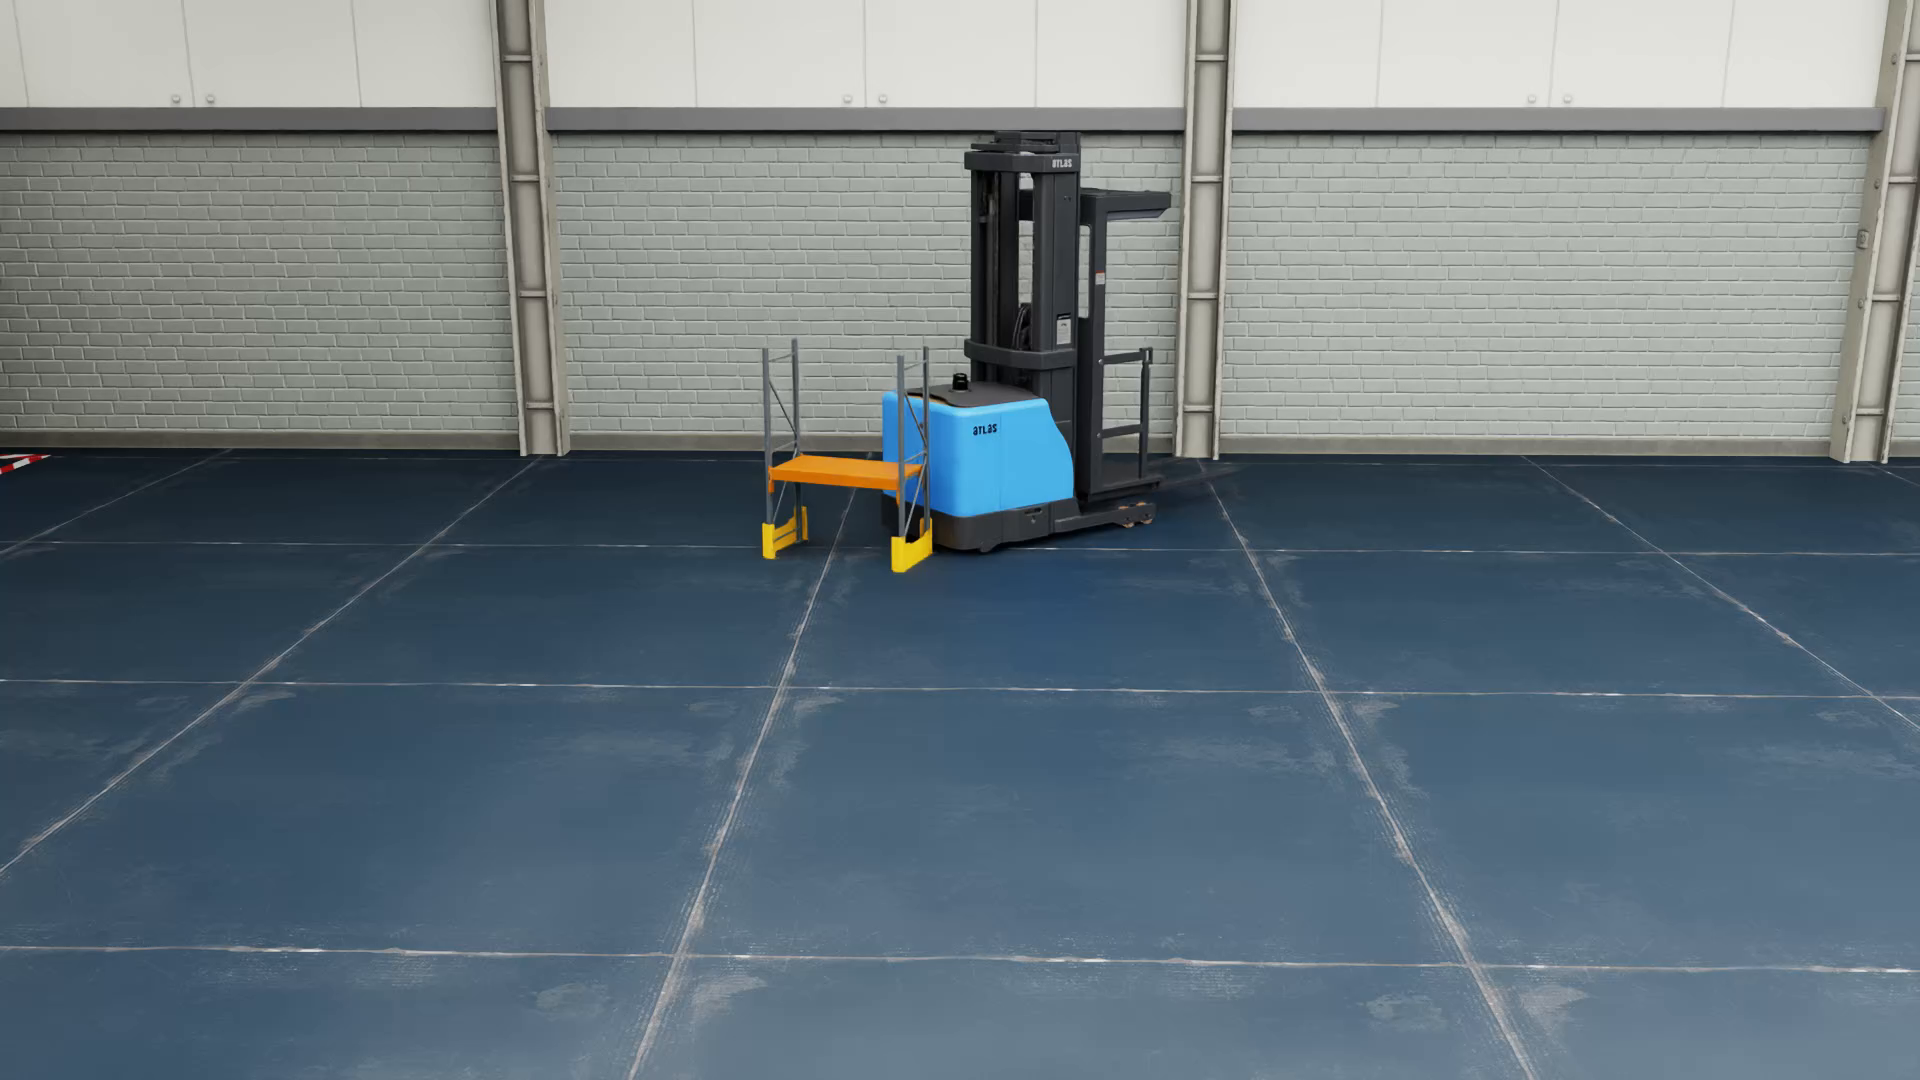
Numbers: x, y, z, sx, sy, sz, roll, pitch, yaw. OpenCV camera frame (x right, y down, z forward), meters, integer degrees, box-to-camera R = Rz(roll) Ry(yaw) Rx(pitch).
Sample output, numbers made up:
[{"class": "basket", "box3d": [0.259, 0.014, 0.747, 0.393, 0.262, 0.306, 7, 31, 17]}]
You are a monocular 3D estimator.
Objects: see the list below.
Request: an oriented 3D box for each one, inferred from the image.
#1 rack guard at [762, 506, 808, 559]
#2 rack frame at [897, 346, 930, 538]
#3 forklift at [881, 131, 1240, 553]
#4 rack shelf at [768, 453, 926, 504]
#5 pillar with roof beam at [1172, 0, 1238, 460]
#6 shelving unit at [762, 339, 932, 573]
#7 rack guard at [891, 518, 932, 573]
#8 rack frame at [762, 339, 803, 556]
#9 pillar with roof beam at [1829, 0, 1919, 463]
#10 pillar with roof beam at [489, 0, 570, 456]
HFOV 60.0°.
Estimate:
[{"class": "rack guard", "box3d": [-1.267, -0.057, 12.065, 0.087, 0.250, 0.587, 6, 16, 20]}, {"class": "rack frame", "box3d": [-0.318, -0.569, 11.555, 0.032, 1.500, 0.500, 6, 16, 20]}, {"class": "forklift", "box3d": [0.890, -1.606, 12.680, 3.031, 2.935, 1.130, -11, 18, -36]}, {"class": "rack shelf", "box3d": [-0.793, -0.441, 11.777, 1.000, 0.185, 0.538, 6, 16, 20]}, {"class": "pillar with roof beam", "box3d": [2.049, -4.025, 9.957, 0.400, 9.000, 9.100, 0, 15, 1]}, {"class": "shelving unit", "box3d": [-0.801, -0.616, 11.734, 1.083, 1.500, 0.587, 6, 16, 20]}, {"class": "rack guard", "box3d": [-0.336, 0.034, 11.722, 0.087, 0.250, 0.587, 6, 16, 20]}, {"class": "rack frame", "box3d": [-1.268, -0.661, 11.906, 0.032, 1.500, 0.500, 6, 16, 20]}, {"class": "pillar with roof beam", "box3d": [8.047, -3.986, 9.809, 0.400, 9.000, 9.100, 0, 15, 1]}, {"class": "pillar with roof beam", "box3d": [-3.949, -4.064, 10.106, 0.400, 9.000, 9.100, 0, 15, 1]}]
